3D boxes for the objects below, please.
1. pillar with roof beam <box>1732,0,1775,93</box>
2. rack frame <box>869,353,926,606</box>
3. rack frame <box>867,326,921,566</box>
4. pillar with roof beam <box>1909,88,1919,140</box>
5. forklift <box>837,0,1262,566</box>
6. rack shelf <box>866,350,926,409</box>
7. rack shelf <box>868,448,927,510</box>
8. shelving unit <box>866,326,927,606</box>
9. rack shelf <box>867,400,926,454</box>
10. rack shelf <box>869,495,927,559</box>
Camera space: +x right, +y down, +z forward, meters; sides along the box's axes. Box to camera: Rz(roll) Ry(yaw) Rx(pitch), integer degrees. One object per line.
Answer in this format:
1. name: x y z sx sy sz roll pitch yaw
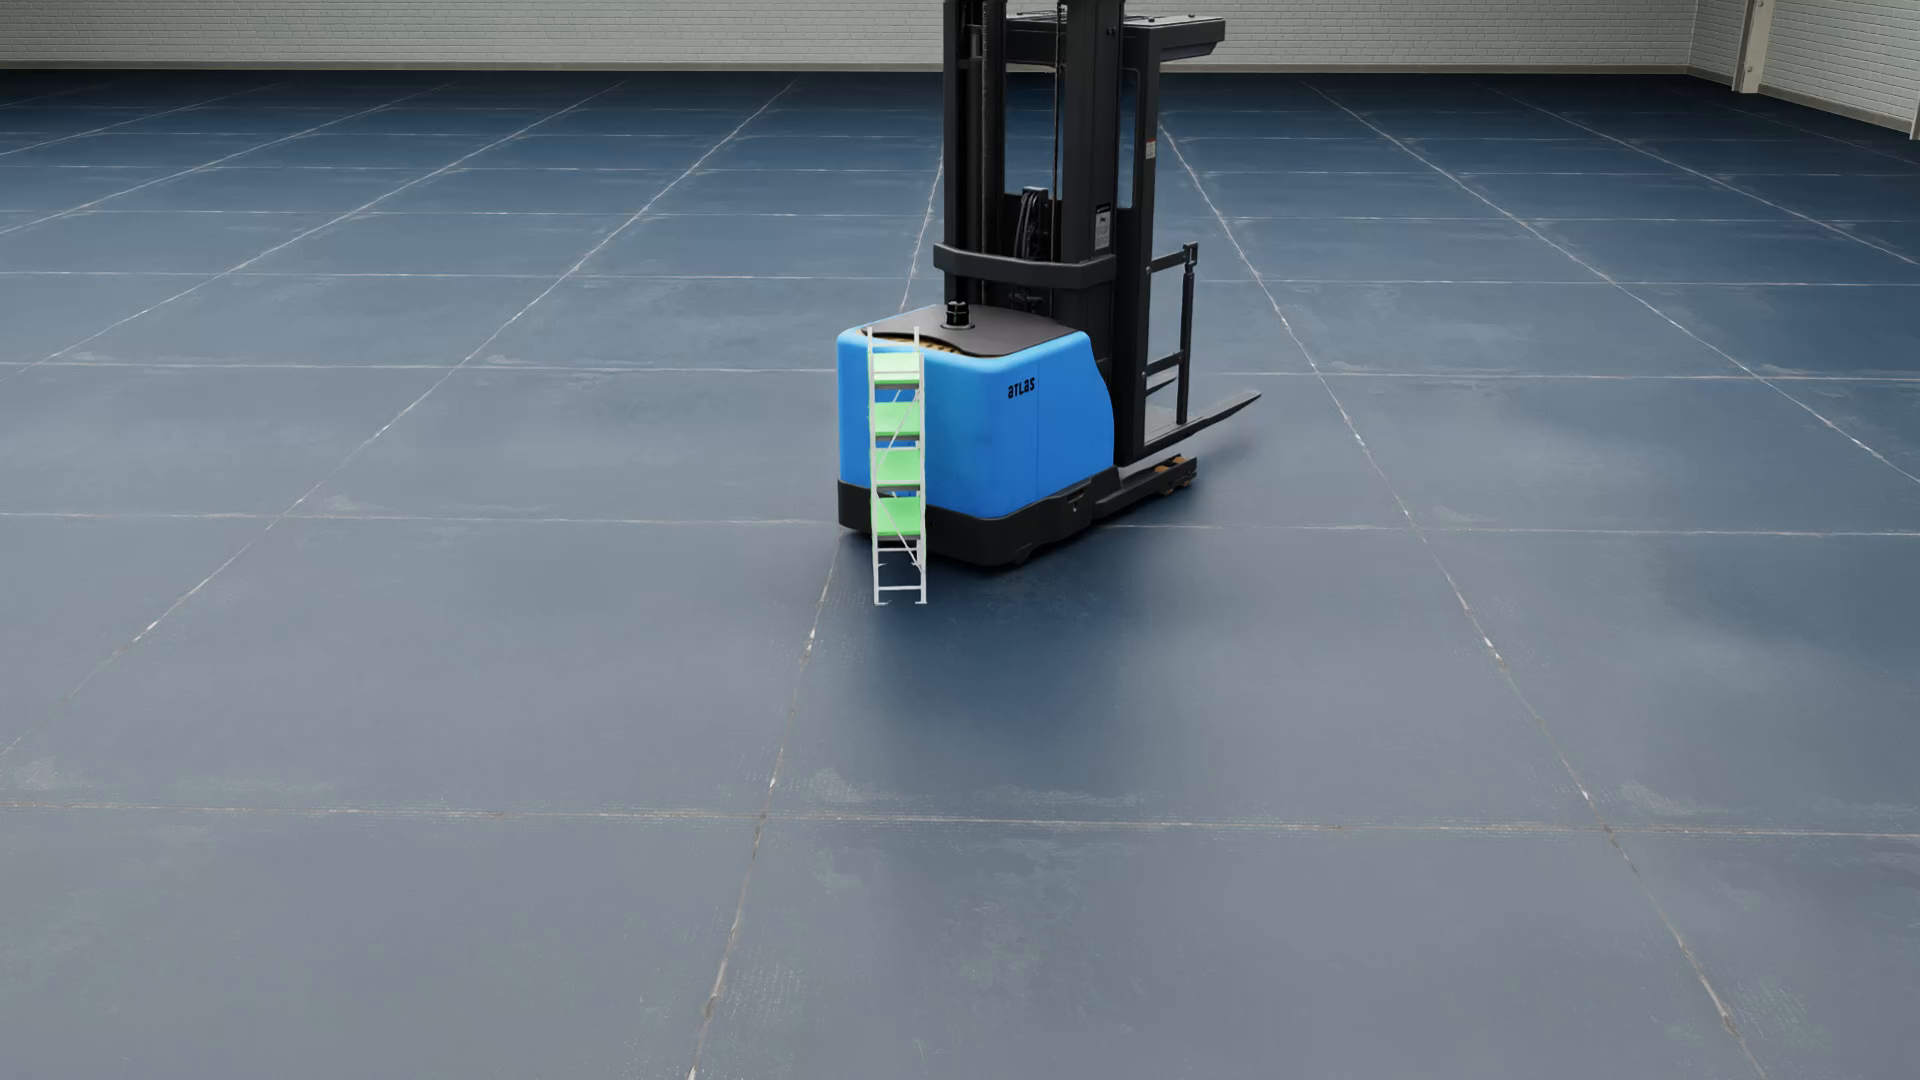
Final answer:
1. pillar with roof beam: 8.900 -11.780 26.450 9.100 9.000 0.400 1 21 2
2. rack frame: -0.280 -0.259 7.538 0.240 1.200 0.015 -1 21 -4
3. rack frame: -0.313 -0.435 7.992 0.240 1.200 0.015 -1 21 -4
4. pillar with roof beam: 8.717 -9.611 20.859 9.100 9.000 0.400 1 21 2
5. forklift: 0.672 -1.707 8.876 1.130 2.935 3.031 16 26 35
6. rack shelf: -0.296 -0.735 7.615 0.258 0.148 0.480 -1 21 -4
7. rack shelf: -0.296 -0.288 7.789 0.258 0.148 0.480 -1 21 -4
8. shelving unit: -0.296 -0.347 7.765 0.258 1.200 0.503 -1 21 -4
9. rack shelf: -0.296 -0.512 7.702 0.258 0.148 0.480 -1 21 -4
10. rack shelf: -0.296 -0.064 7.875 0.258 0.148 0.480 -1 21 -4
